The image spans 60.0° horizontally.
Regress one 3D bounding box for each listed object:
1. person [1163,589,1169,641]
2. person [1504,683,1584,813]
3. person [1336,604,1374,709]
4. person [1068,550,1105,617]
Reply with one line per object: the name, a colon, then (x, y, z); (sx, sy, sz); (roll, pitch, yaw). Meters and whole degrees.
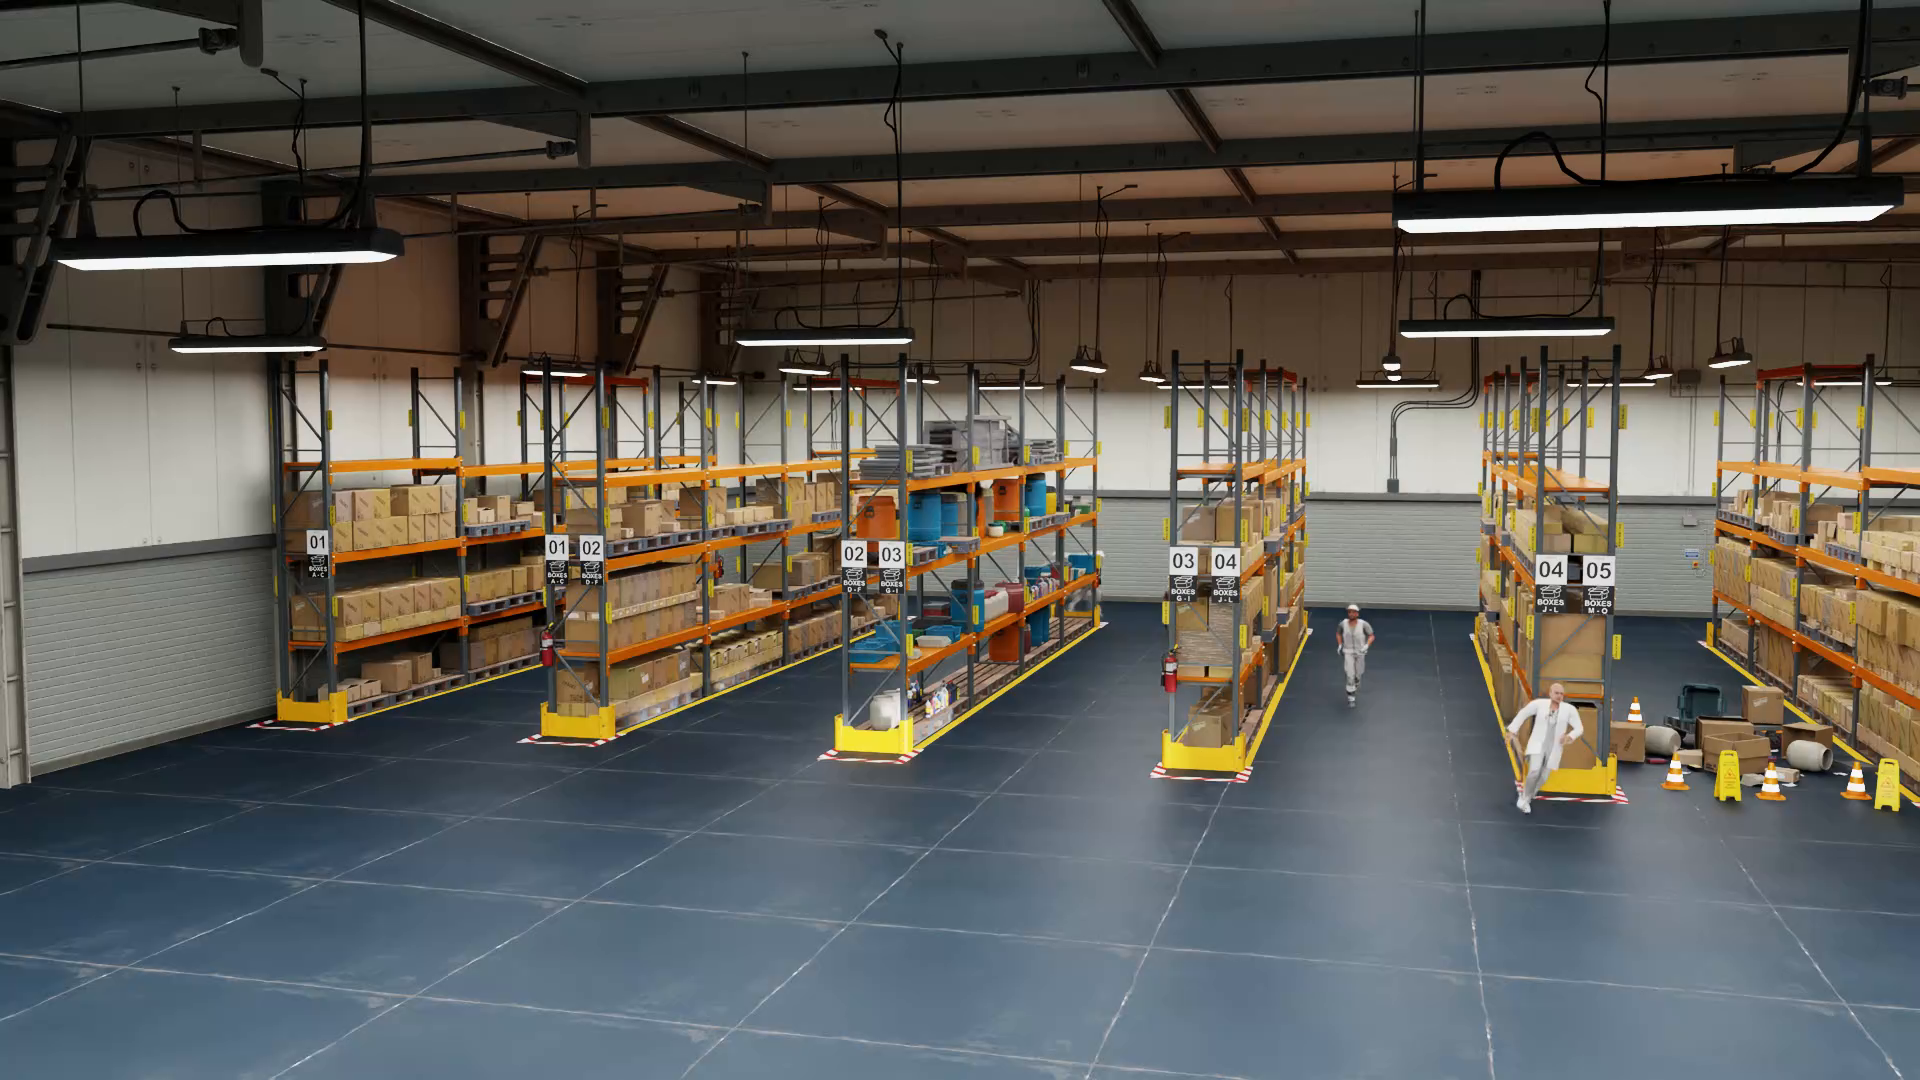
person: (4.381, 1.596, 33.407); (0.694, 1.739, 1.047); (1, 4, 20)
person: (7.453, 2.657, 21.151); (0.877, 1.689, 0.754); (0, 4, 5)
person: (6.934, 2.015, 29.203); (0.647, 1.801, 0.832); (1, 4, 12)
person: (3.258, 1.116, 42.625); (1.034, 1.736, 0.703); (2, 5, 24)
